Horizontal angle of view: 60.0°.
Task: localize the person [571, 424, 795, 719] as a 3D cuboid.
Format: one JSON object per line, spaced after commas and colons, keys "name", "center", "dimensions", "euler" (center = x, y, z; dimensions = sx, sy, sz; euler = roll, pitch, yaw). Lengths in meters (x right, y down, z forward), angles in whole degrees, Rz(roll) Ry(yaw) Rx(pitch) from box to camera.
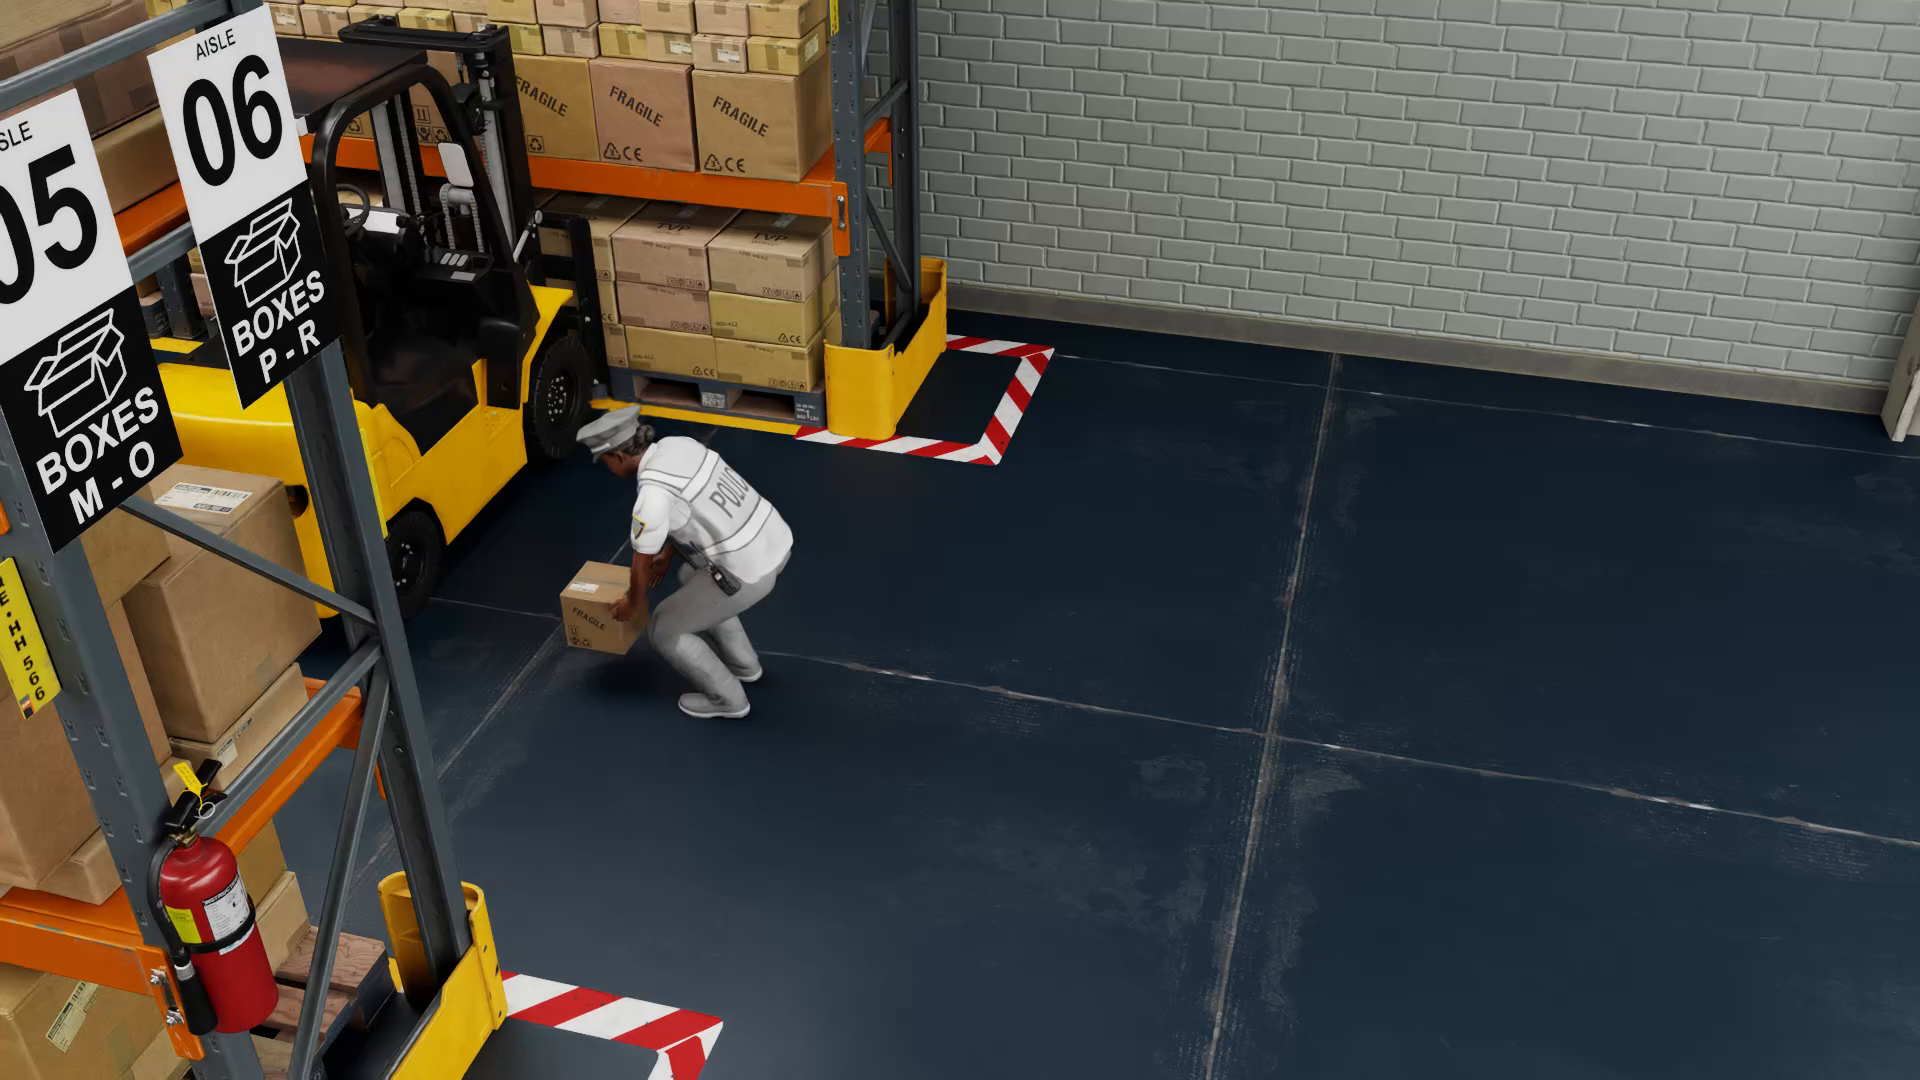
{"name": "person", "center": [-1.042, 0.124, 6.383], "dimensions": [0.797, 1.195, 0.496], "euler": [8, 34, 12]}
